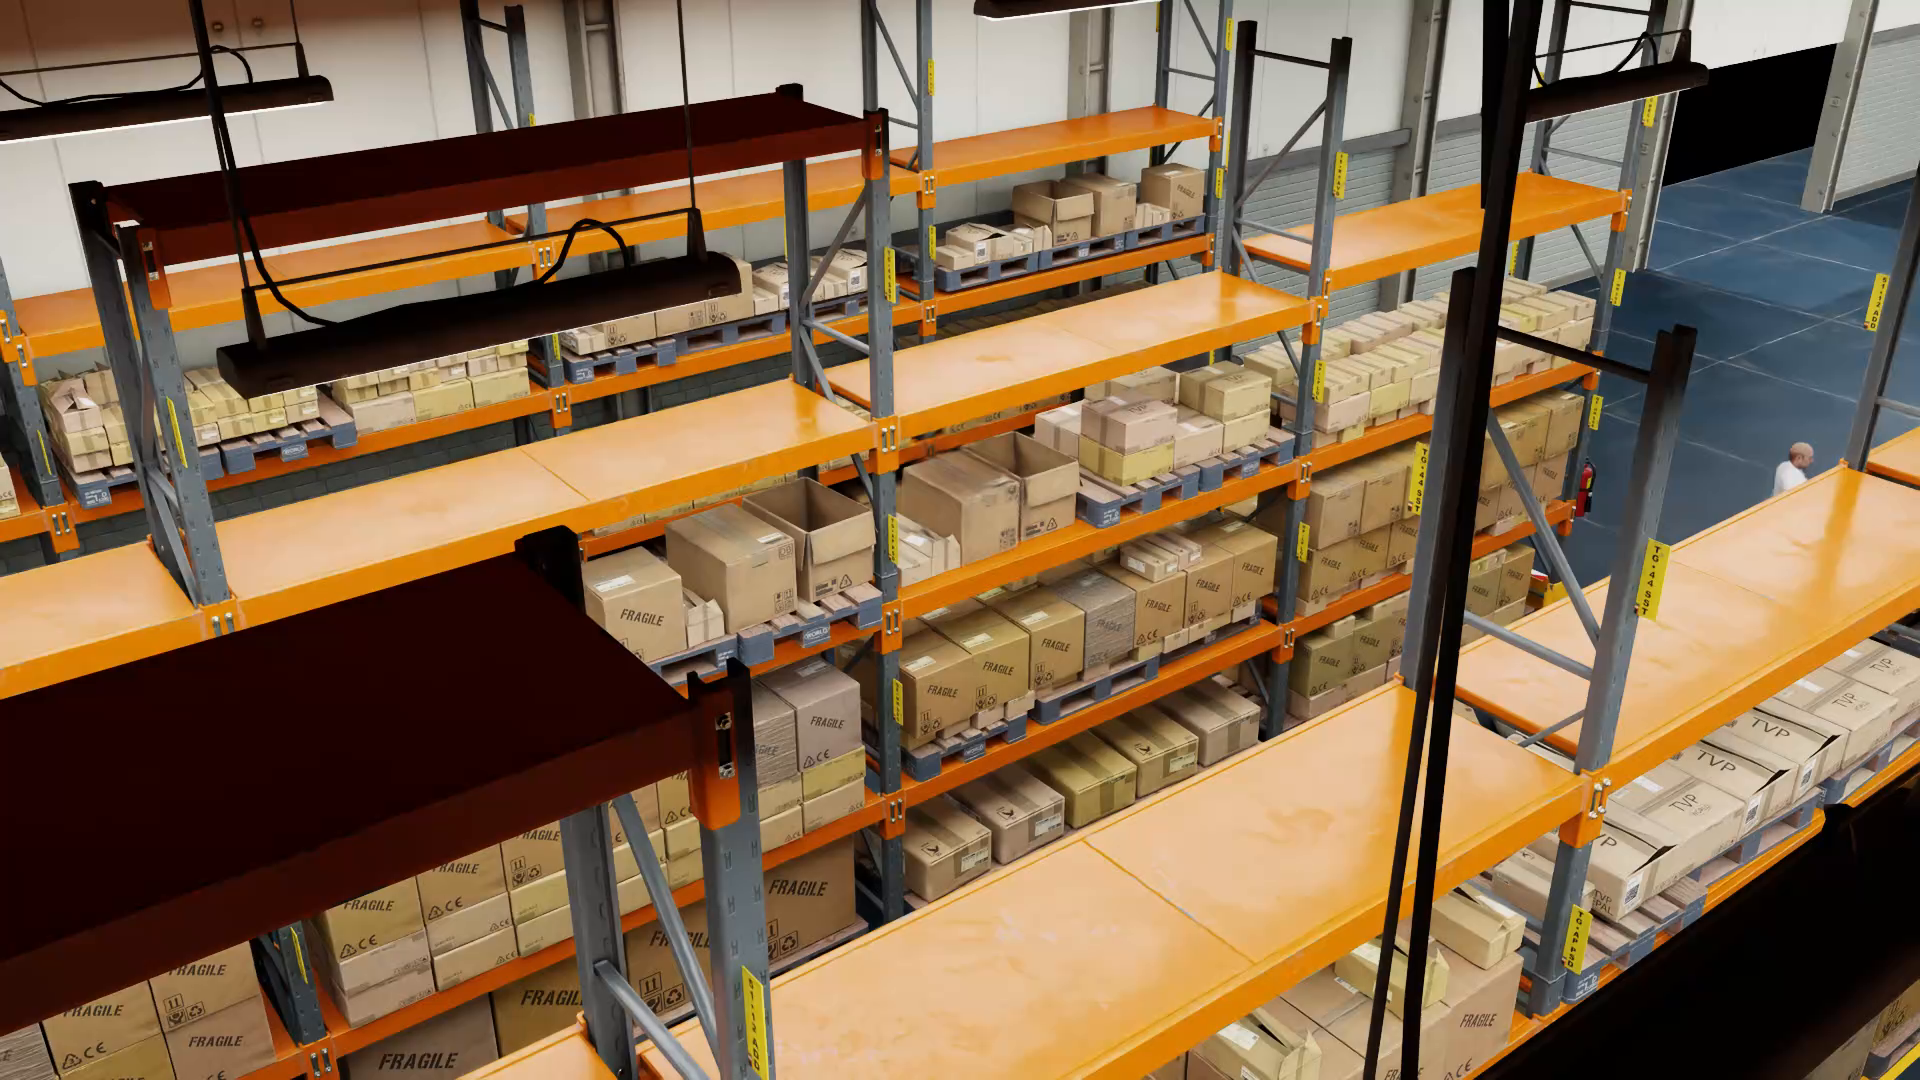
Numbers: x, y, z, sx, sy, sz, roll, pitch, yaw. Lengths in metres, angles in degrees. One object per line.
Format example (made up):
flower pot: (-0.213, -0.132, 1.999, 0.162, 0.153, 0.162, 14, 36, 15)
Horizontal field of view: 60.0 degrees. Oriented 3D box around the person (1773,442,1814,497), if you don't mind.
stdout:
person: (8.065, -0.150, 16.430, 0.935, 1.757, 0.659, 12, 28, 22)
